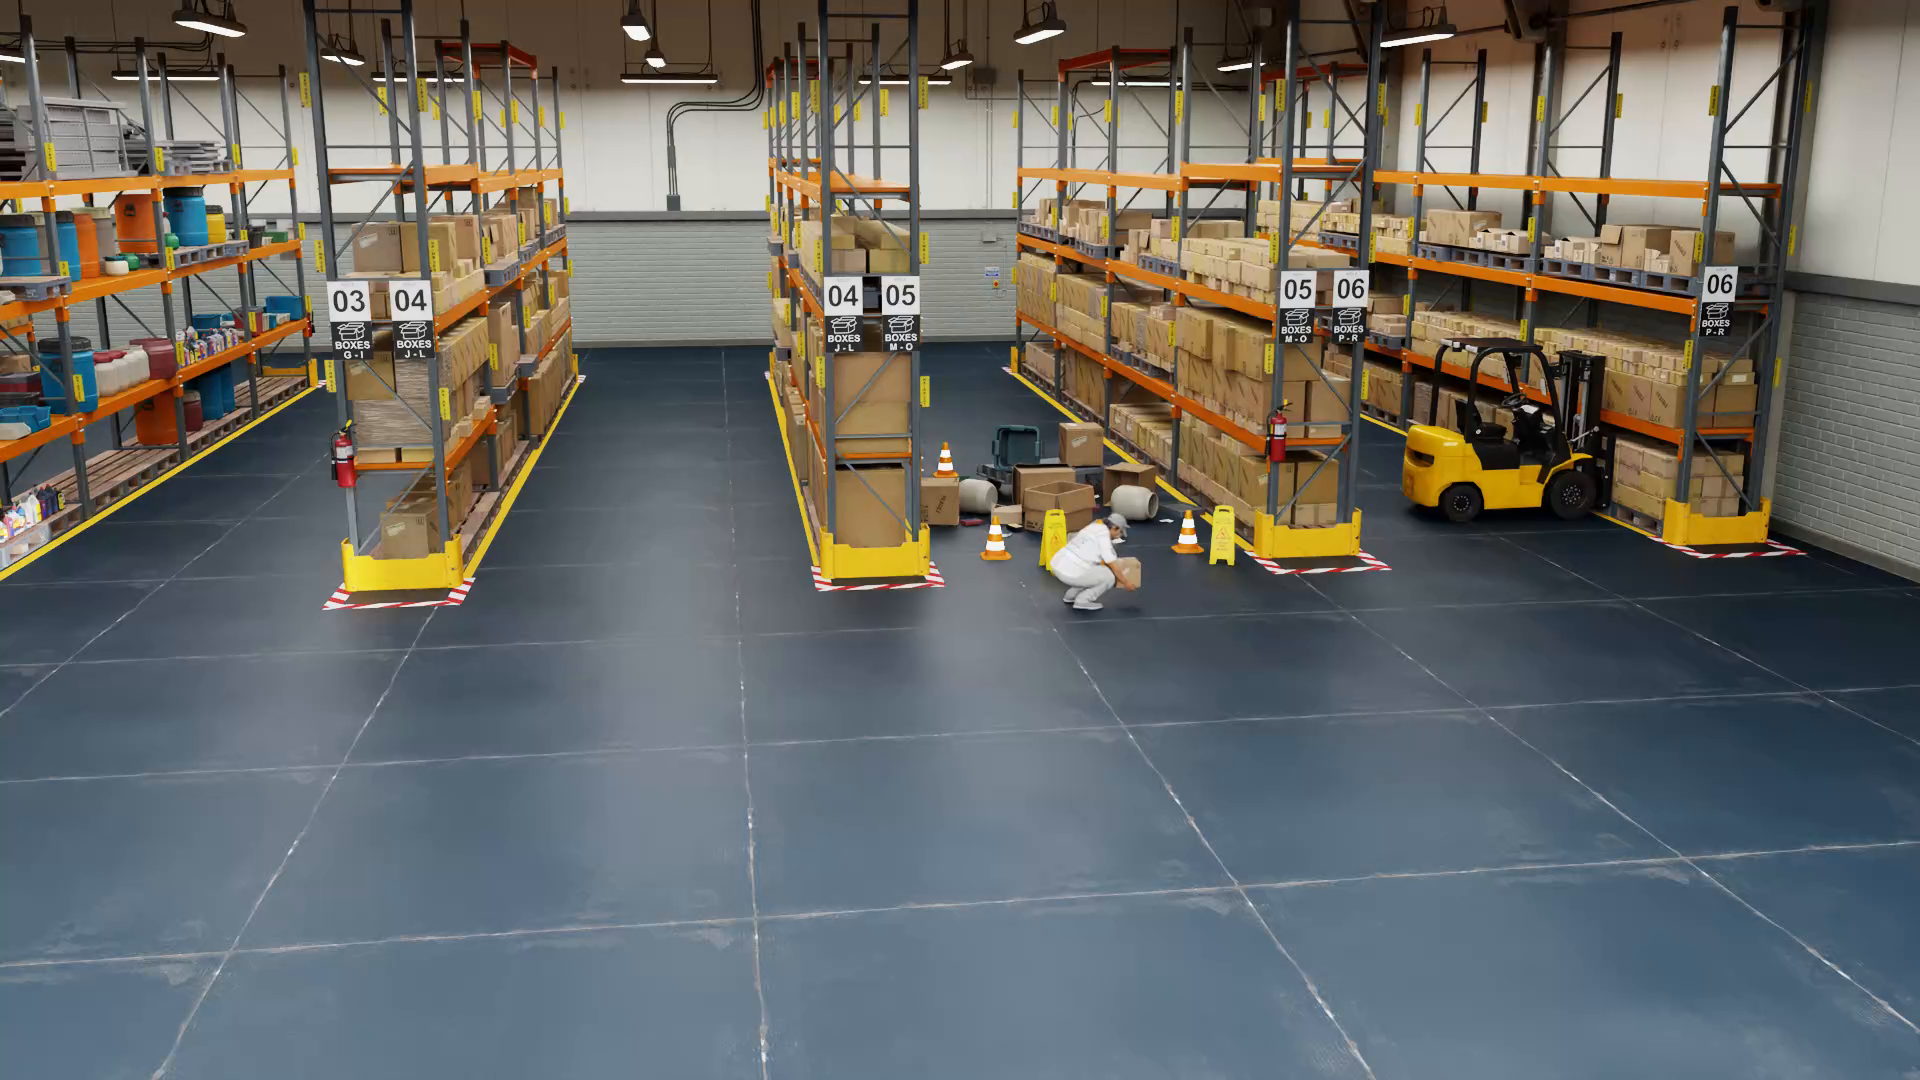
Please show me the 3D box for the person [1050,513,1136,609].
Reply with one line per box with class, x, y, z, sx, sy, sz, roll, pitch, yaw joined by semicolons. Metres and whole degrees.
person;1.332;0.208;16.716;0.842;0.939;0.525;-2;13;-8
